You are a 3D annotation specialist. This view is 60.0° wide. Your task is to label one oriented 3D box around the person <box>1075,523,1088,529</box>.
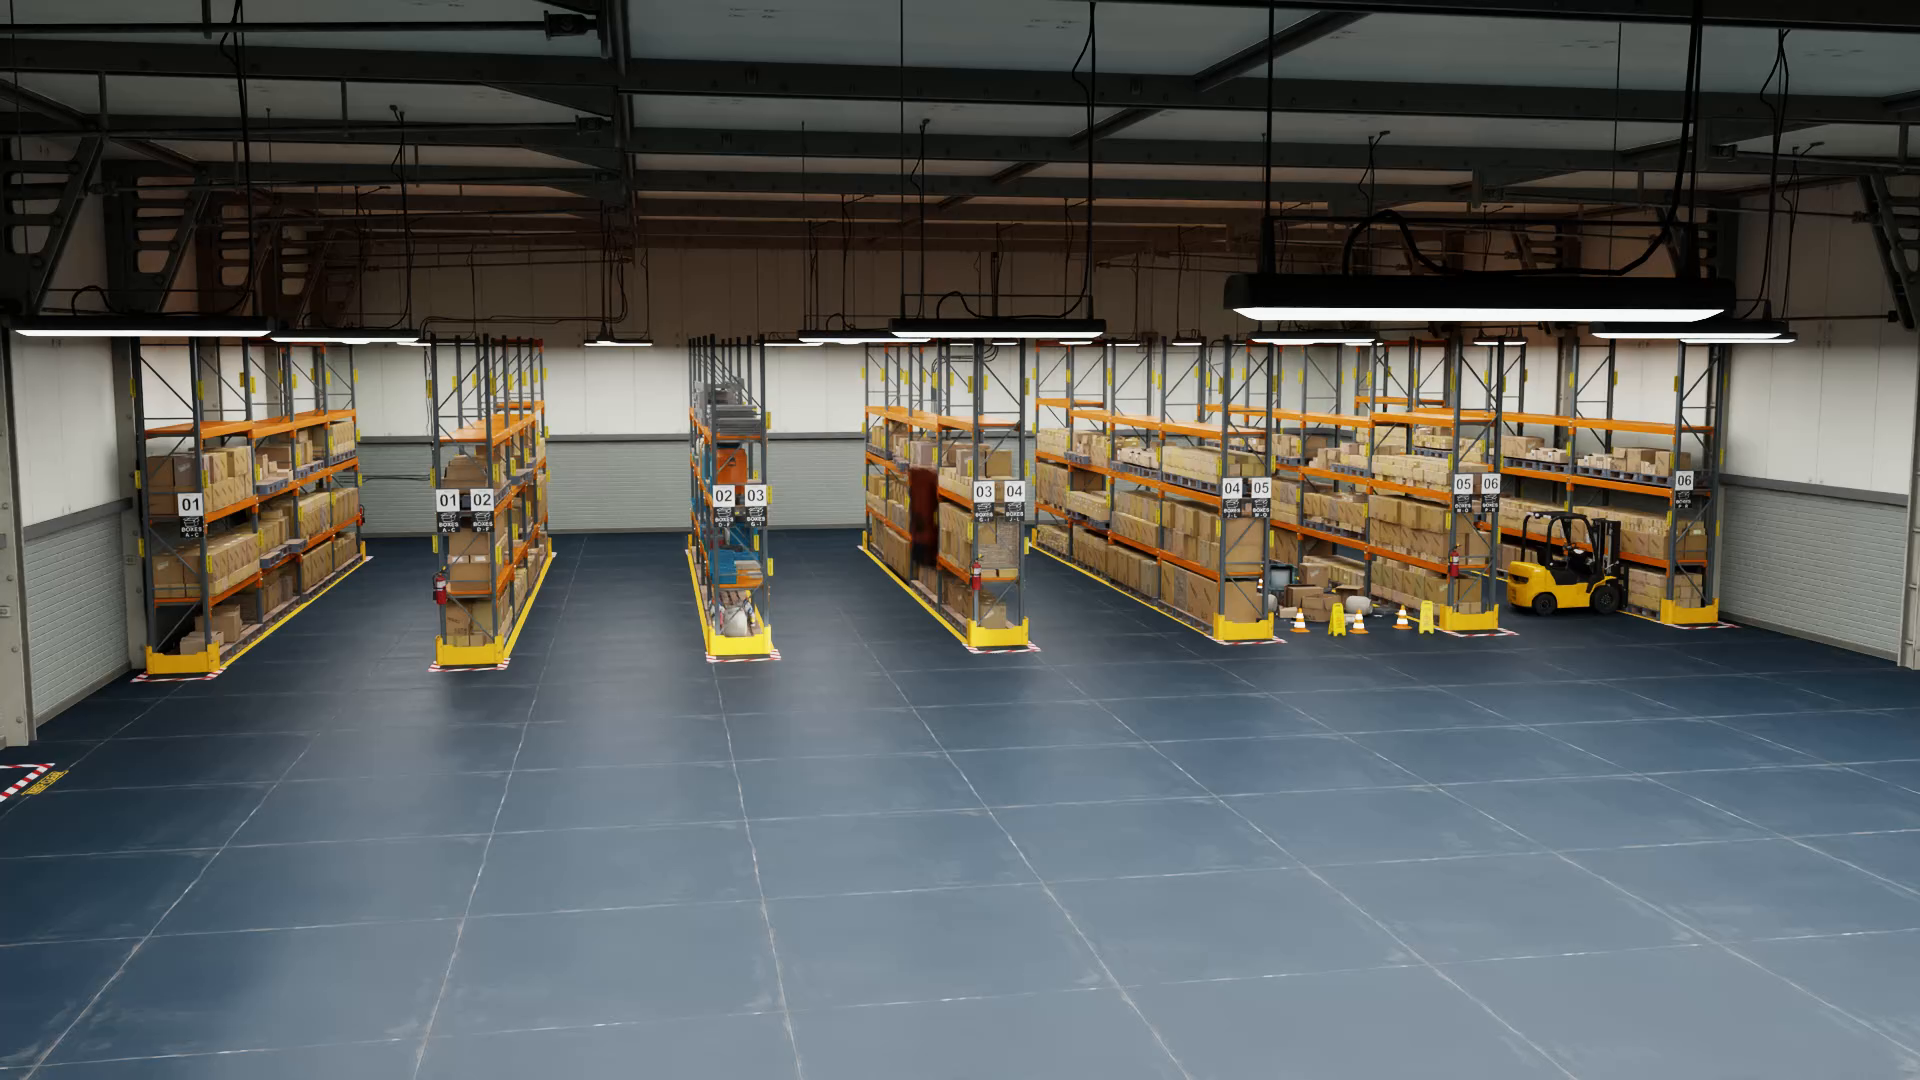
[{"bbox_3d":[3.427,-0.853,49.833,1.144,1.732,0.528,-1,7,-8],"label":"person"}]
